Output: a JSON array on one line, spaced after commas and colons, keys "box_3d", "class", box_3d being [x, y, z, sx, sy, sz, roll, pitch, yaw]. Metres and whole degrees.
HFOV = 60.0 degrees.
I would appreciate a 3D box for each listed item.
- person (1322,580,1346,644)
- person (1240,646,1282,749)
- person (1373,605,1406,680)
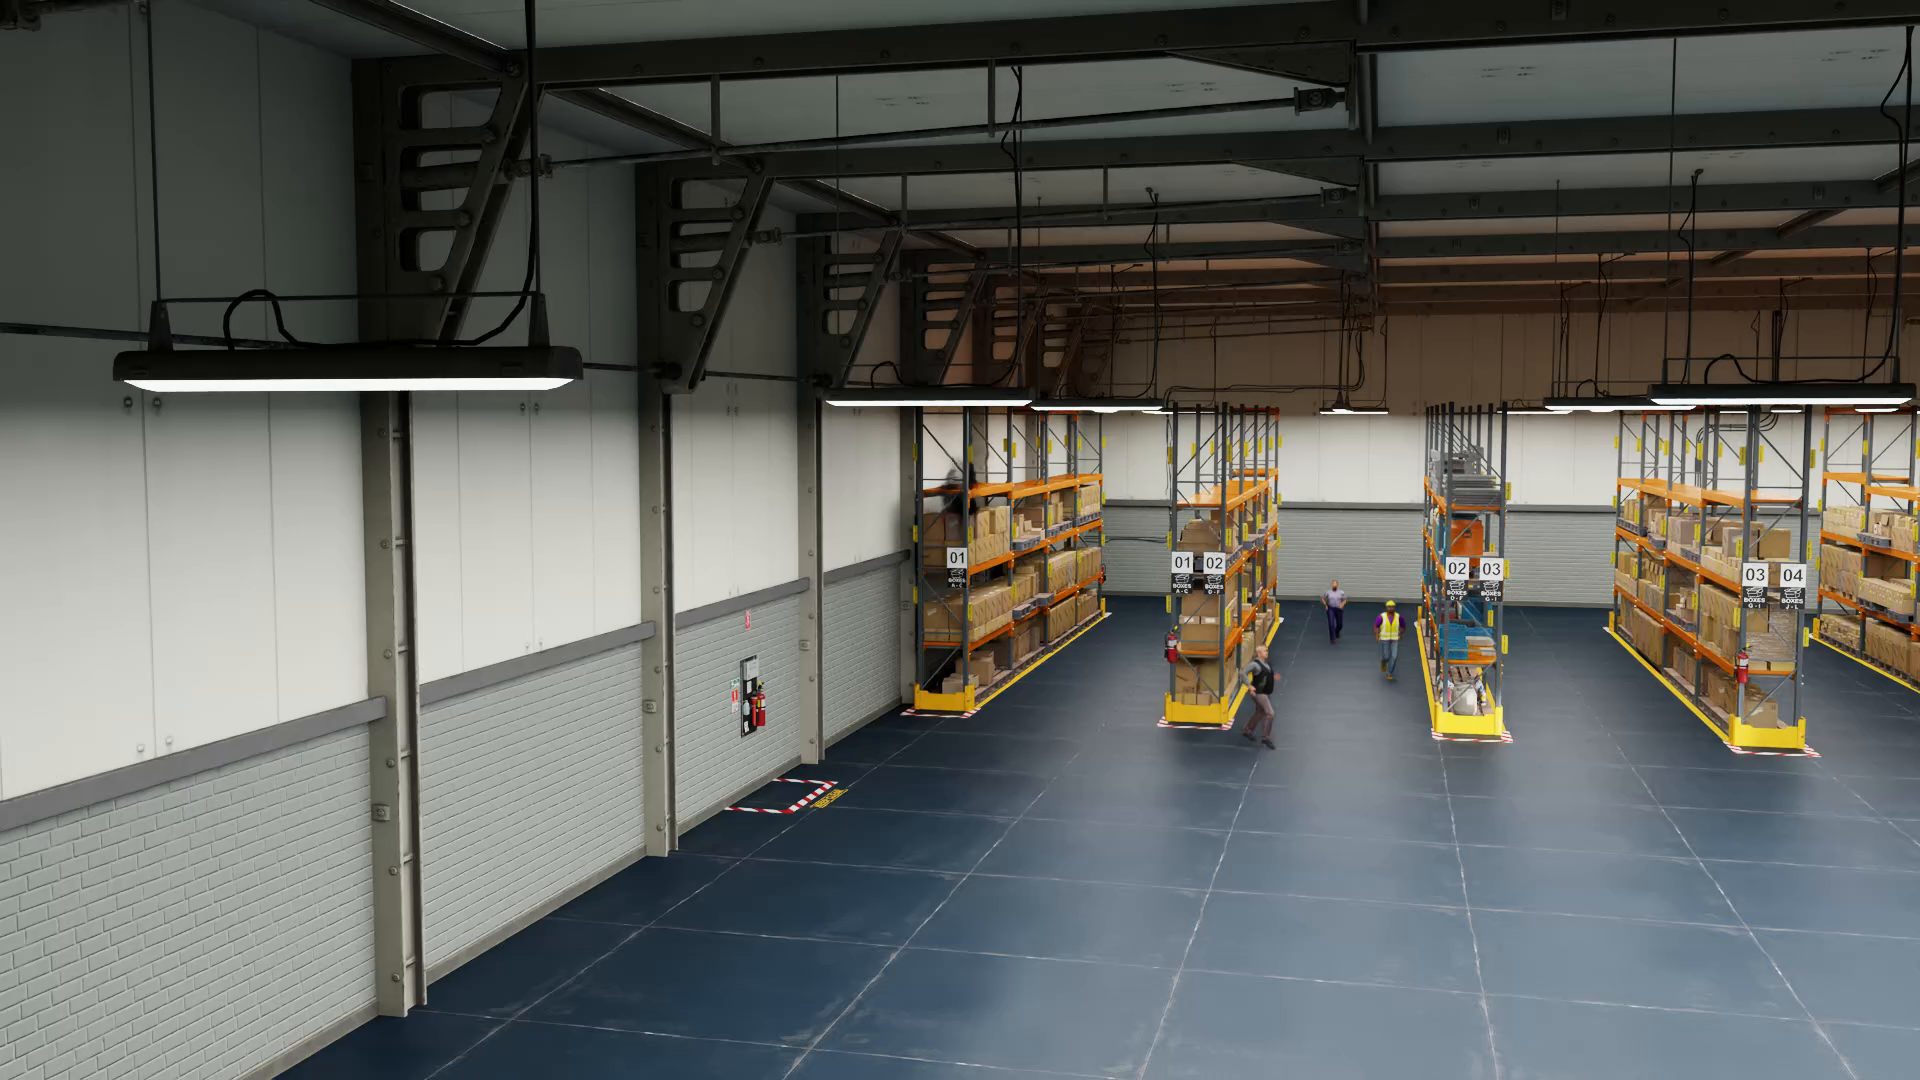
[{"box_3d": [9.489, 1.810, 42.182, 0.611, 1.597, 0.633, 1, 4, 7], "class": "person"}, {"box_3d": [5.241, 2.726, 28.945, 0.772, 1.783, 0.627, 3, 5, 35], "class": "person"}, {"box_3d": [9.407, 2.199, 36.383, 0.702, 1.684, 0.589, 0, 4, 6], "class": "person"}]
